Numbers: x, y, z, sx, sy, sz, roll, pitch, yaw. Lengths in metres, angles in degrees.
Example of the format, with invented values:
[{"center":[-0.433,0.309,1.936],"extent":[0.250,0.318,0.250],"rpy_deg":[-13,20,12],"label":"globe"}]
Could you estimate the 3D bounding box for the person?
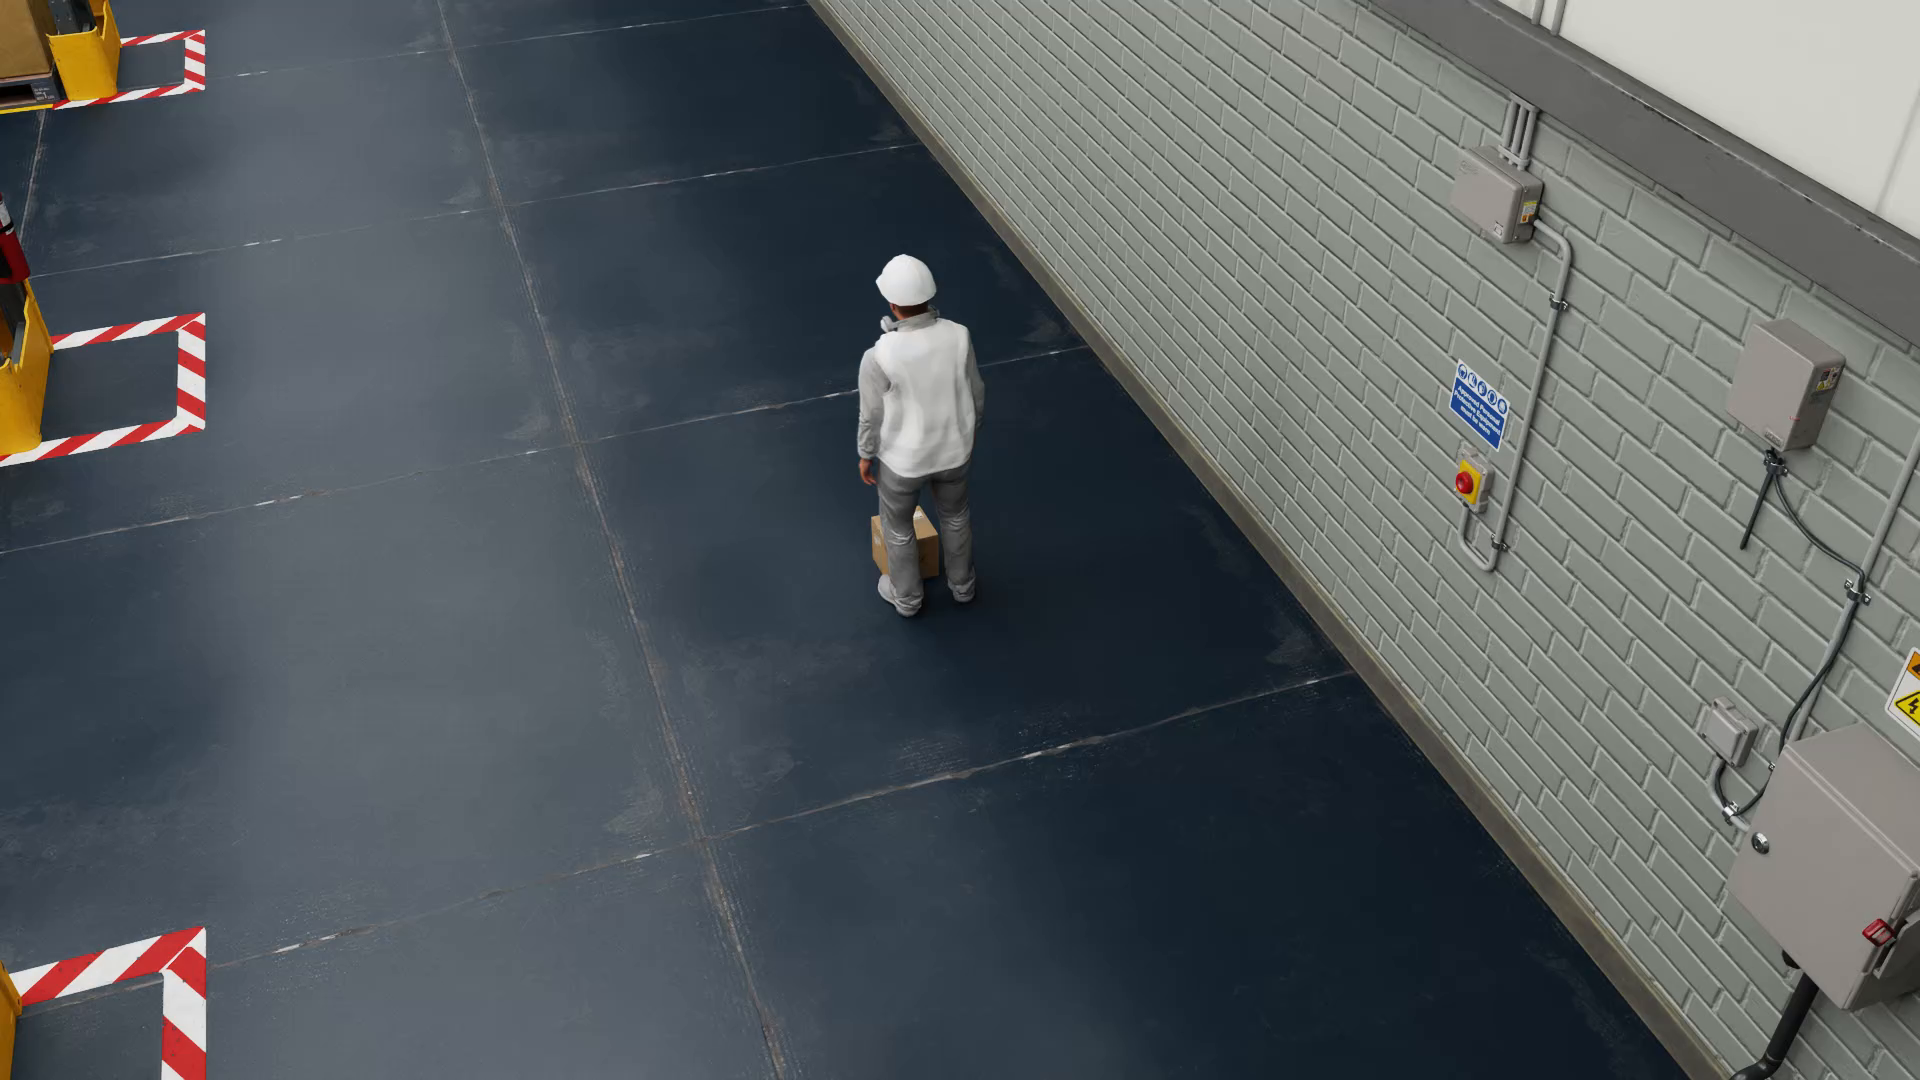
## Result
[{"center":[-0.173,-0.425,7.316],"extent":[0.594,1.771,0.462],"rpy_deg":[-15,40,-18],"label":"person"}]
